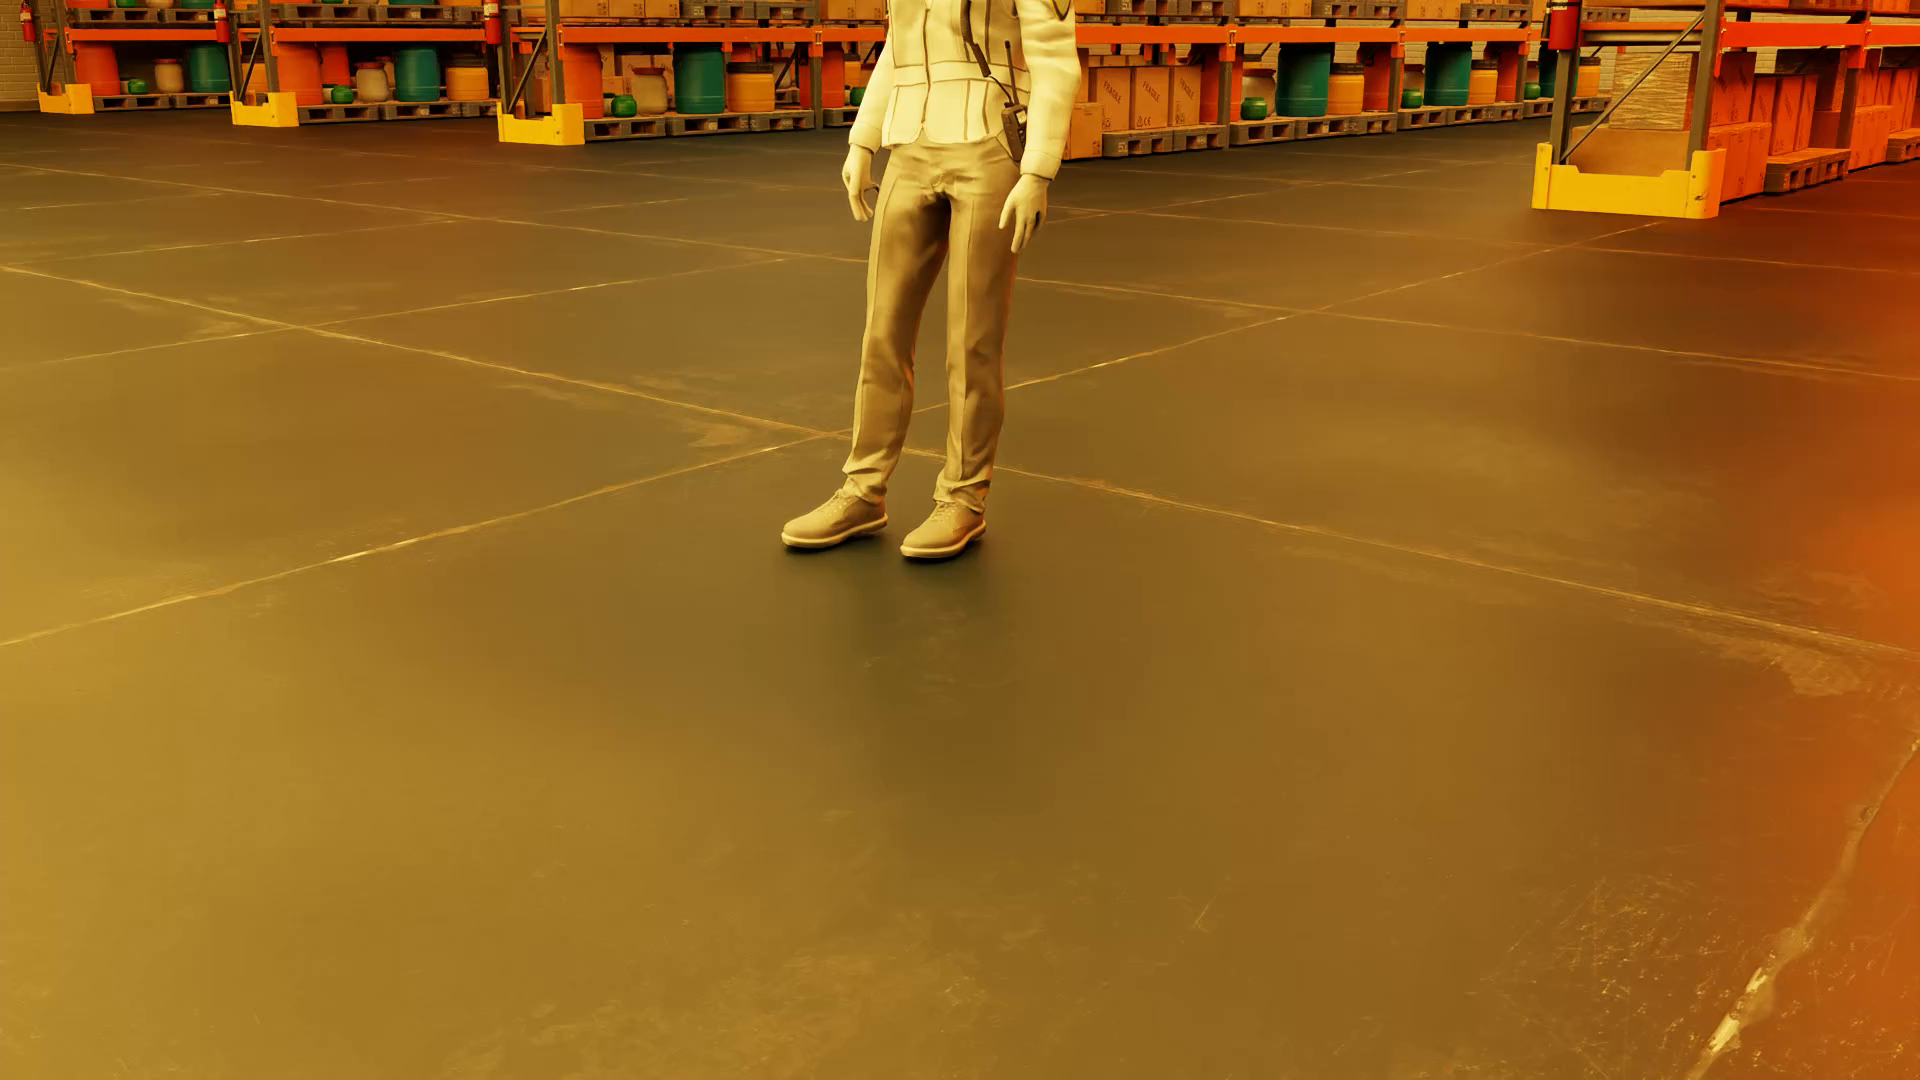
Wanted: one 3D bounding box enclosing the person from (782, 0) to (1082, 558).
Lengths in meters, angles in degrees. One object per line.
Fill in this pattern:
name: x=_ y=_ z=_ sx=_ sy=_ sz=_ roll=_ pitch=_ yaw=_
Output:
person: x=-0.049 y=-0.804 z=3.647 sx=0.587 sy=1.695 sz=0.531 roll=13 pitch=21 yaw=37
